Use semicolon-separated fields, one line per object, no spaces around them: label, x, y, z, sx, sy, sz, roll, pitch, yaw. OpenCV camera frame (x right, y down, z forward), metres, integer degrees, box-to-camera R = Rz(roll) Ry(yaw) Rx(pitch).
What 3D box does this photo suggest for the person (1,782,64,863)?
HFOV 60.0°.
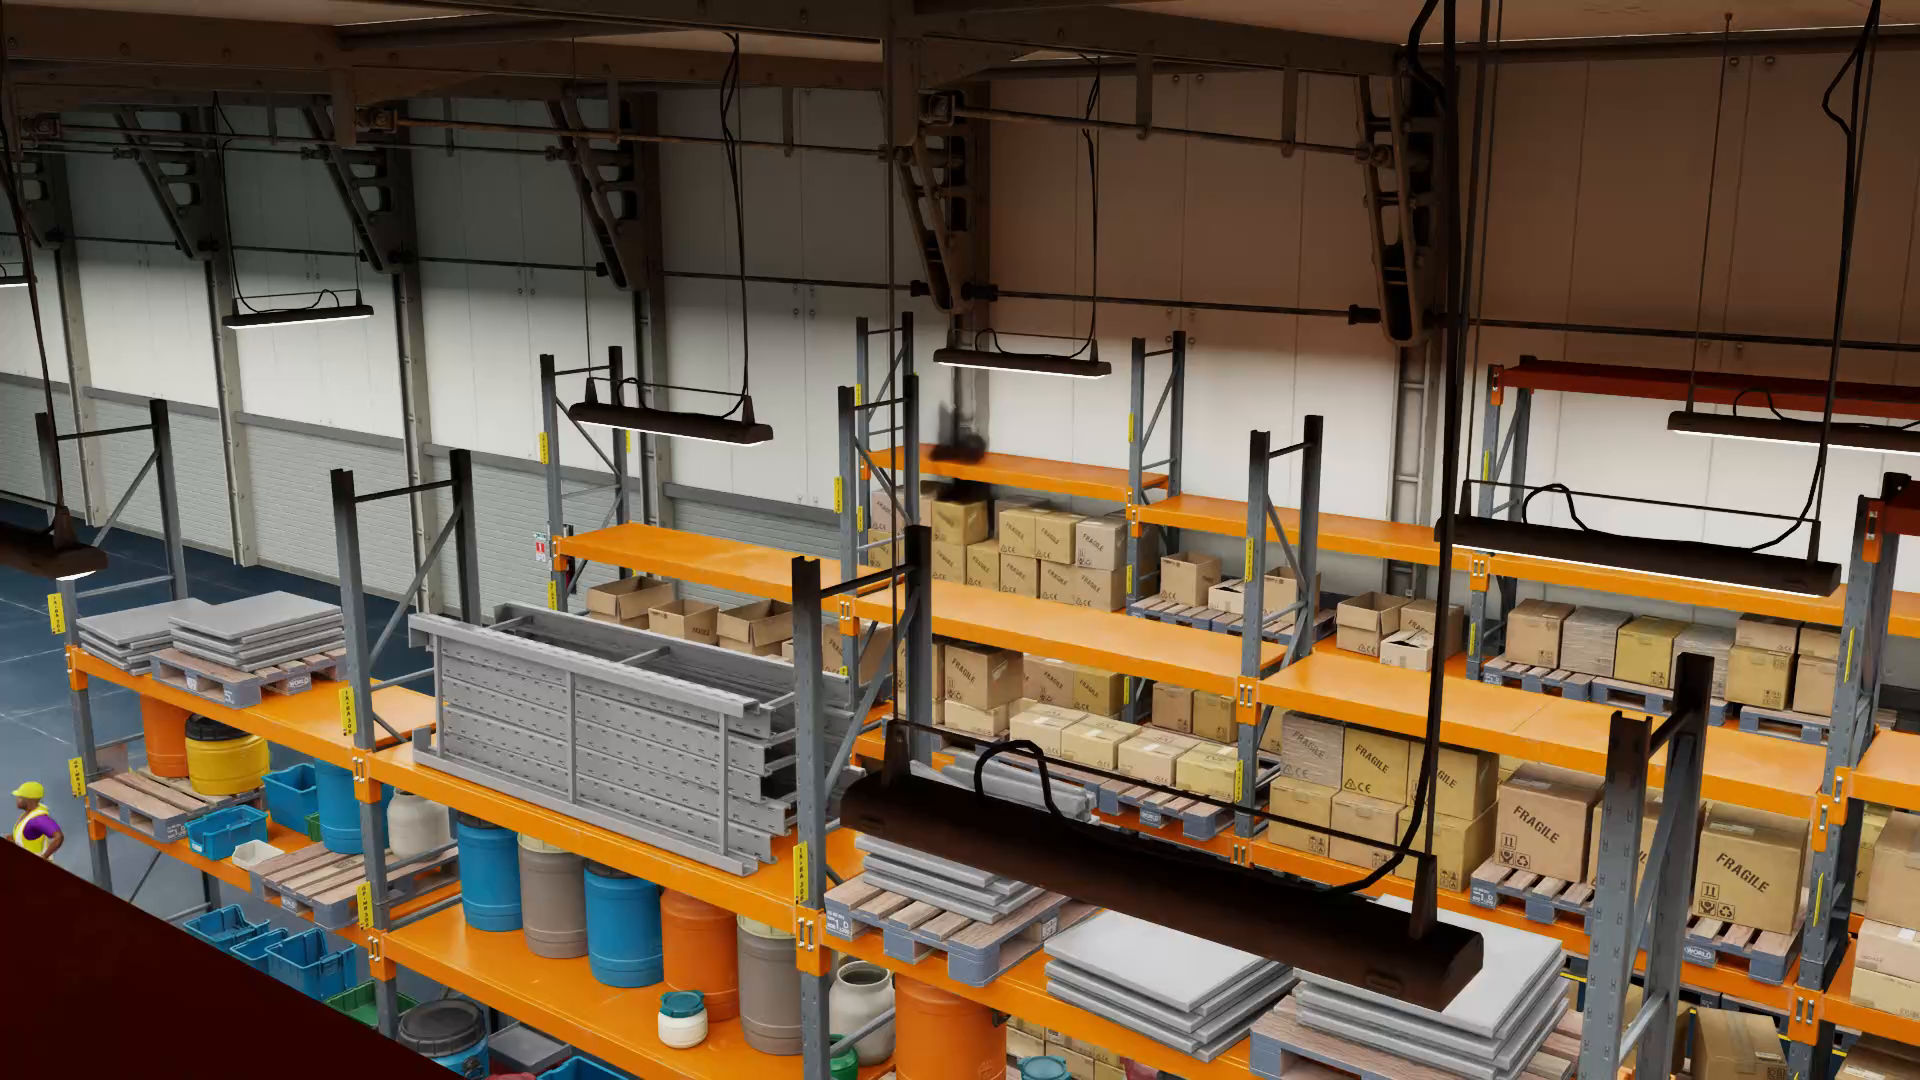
person;-9.473;3.318;17.013;1.031;1.744;0.714;-6;15;-26
